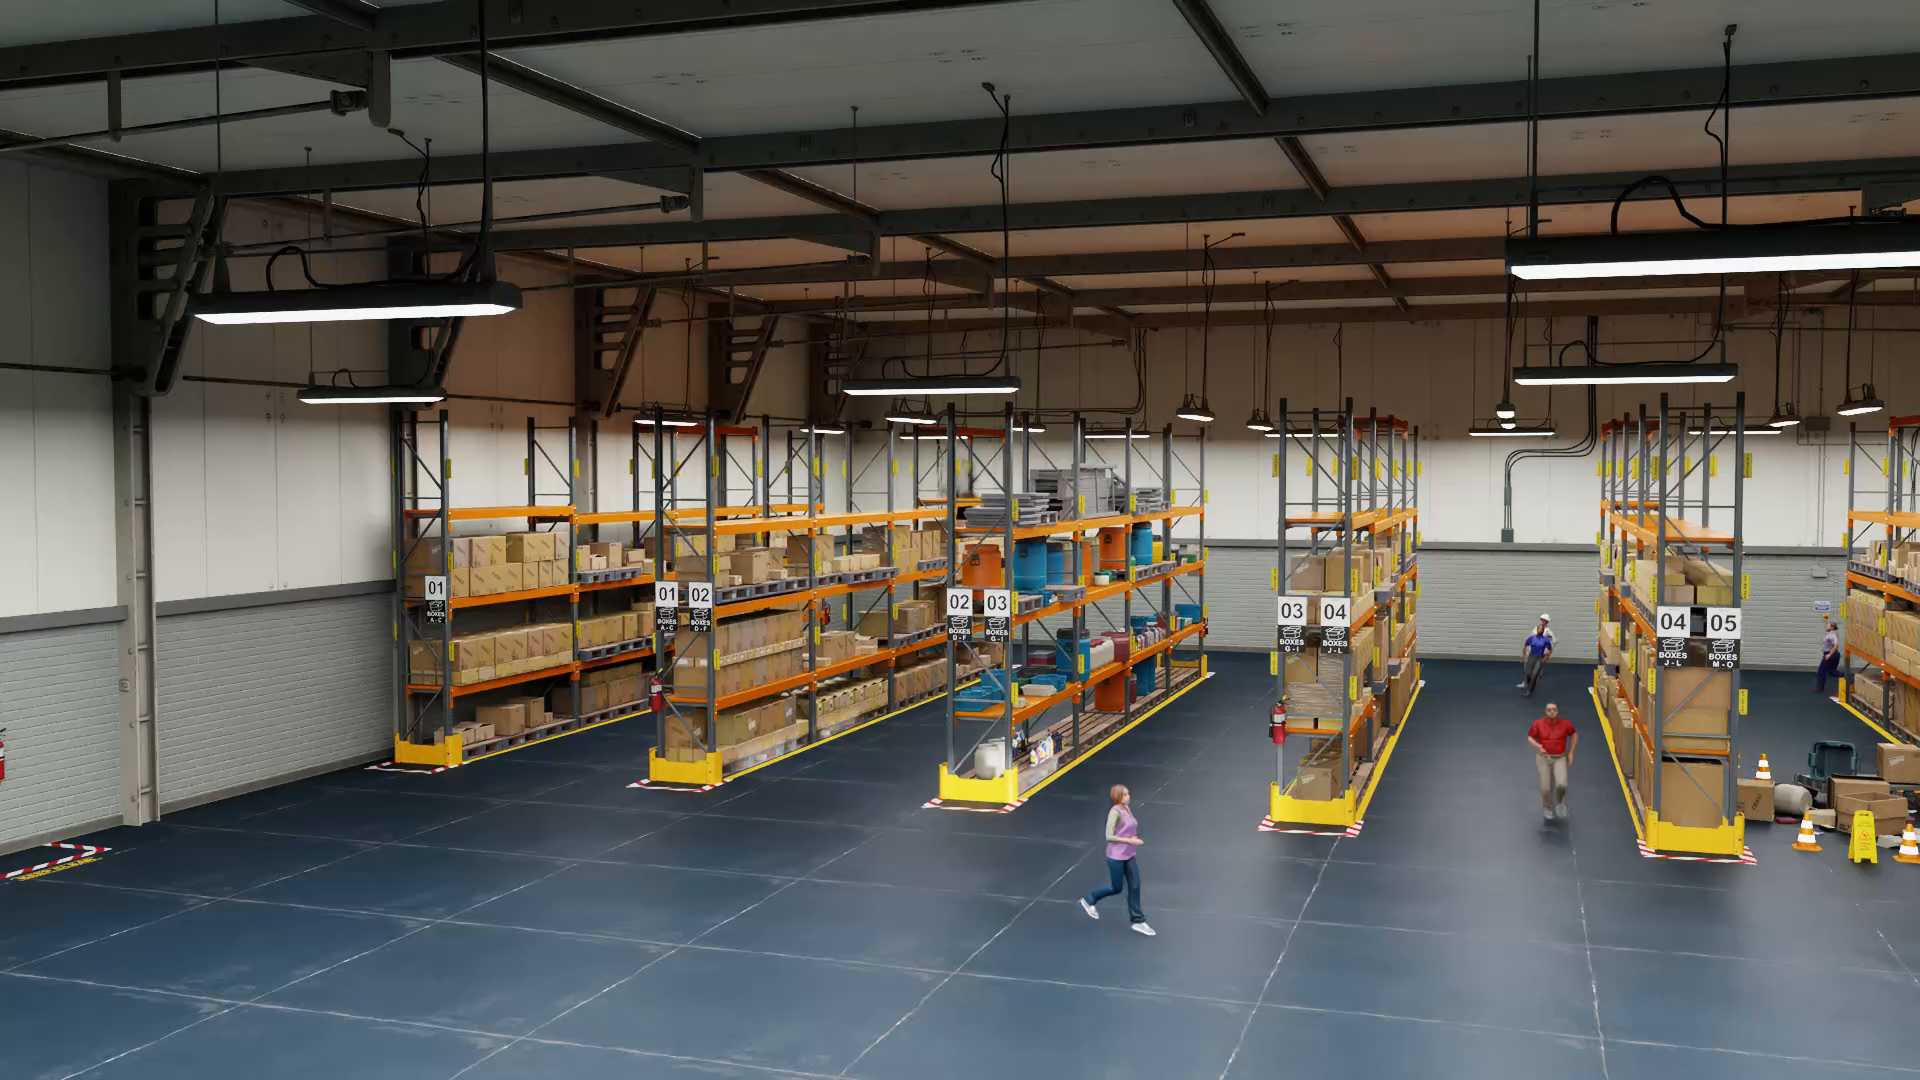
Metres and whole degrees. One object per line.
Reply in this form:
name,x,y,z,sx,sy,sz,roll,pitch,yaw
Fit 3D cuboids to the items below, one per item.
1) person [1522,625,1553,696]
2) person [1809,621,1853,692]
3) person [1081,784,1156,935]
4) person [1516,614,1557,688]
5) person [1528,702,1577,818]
person,12.700,2.646,36.574,0.624,1.573,0.525,1,3,23
person,19.339,2.575,36.934,0.867,1.555,0.686,2,3,35
person,1.711,3.423,17.940,0.872,1.593,0.540,2,3,33
person,13.073,2.534,37.720,0.774,1.702,0.722,-1,3,-22
person,8.429,3.145,23.661,0.676,1.679,0.698,1,3,18
